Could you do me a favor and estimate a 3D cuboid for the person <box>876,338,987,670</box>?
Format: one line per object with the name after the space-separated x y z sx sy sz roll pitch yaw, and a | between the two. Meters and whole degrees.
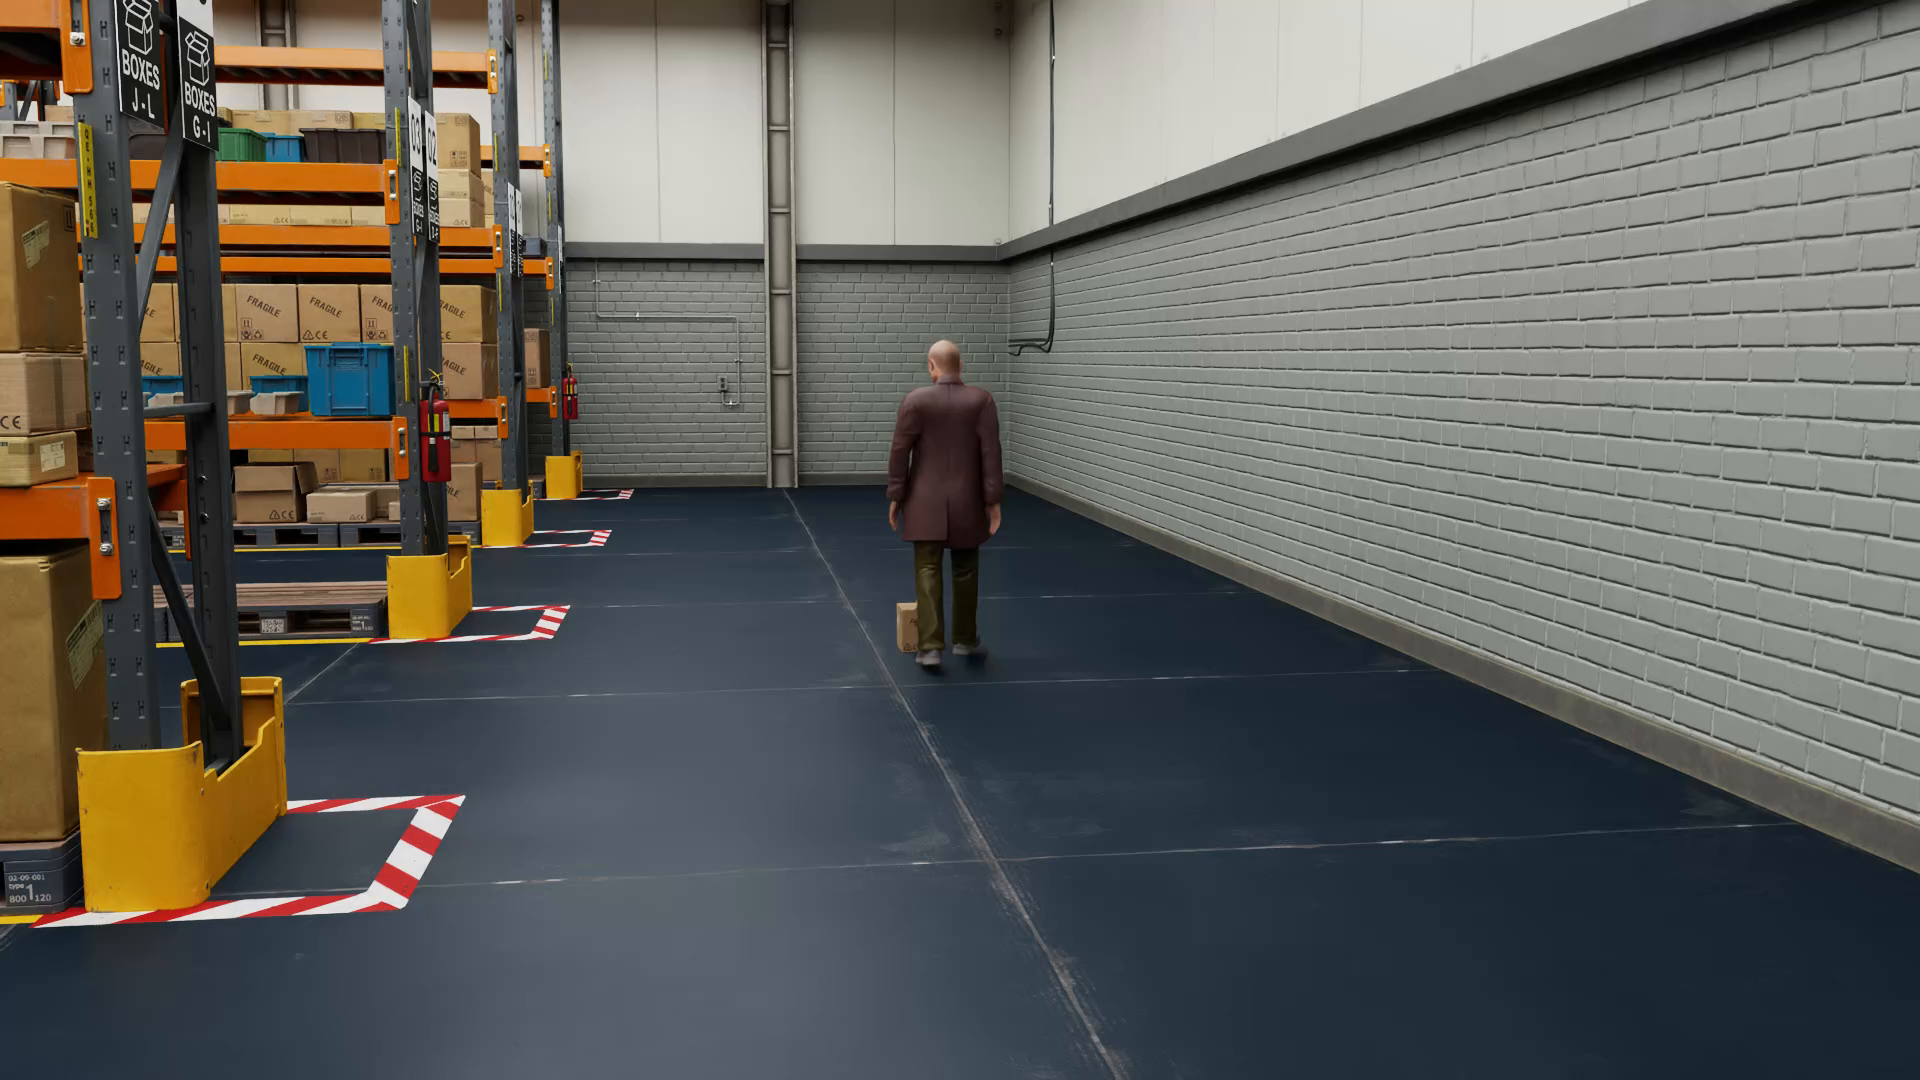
-0.159 -0.178 9.065 0.594 1.831 0.617 -1 6 -8 | person
